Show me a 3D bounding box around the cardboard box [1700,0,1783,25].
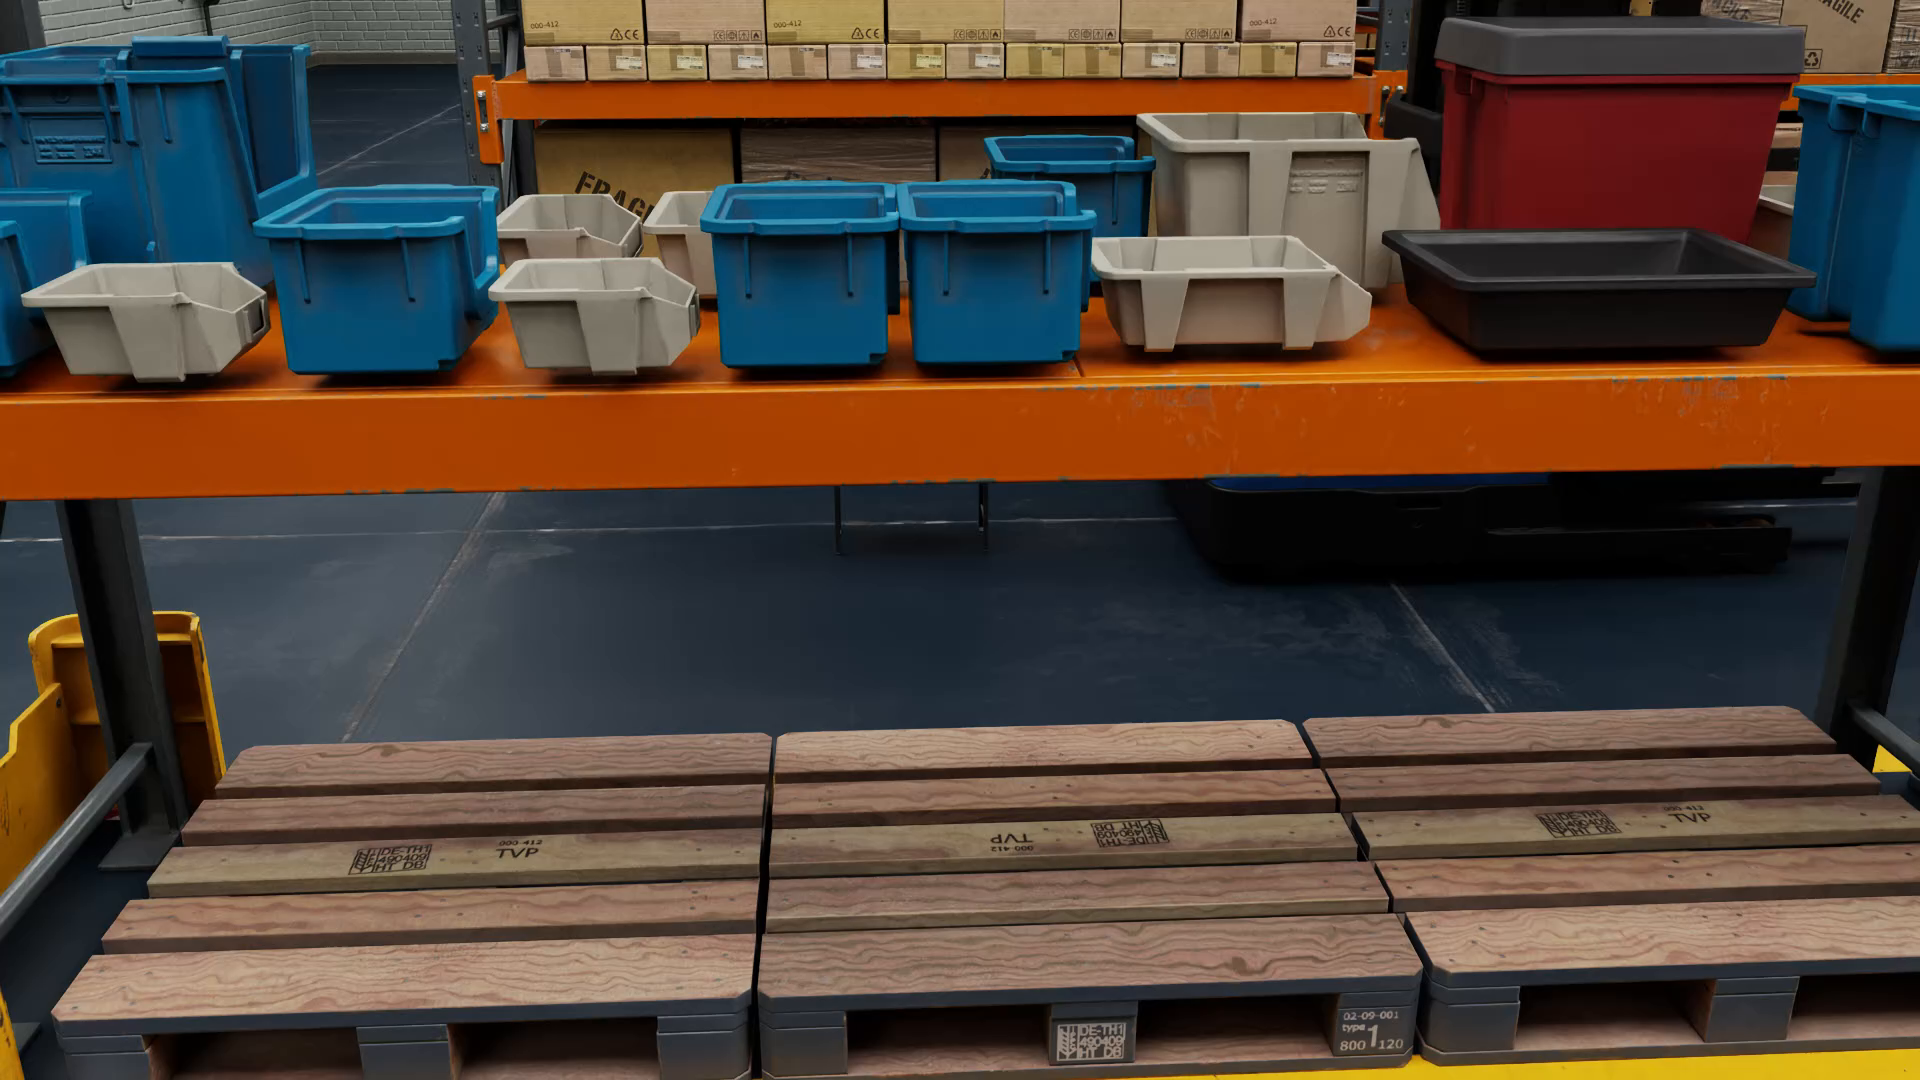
[{"bbox_3d":[3.356,-2.396,7.557,0.500,0.500,0.500,-2,21,-4],"label":"cardboard box"}]

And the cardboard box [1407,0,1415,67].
[{"bbox_3d":[2.355,-2.375,7.503,0.500,0.500,0.500,-1,21,-3],"label":"cardboard box"}]

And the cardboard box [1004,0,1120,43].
[{"bbox_3d":[0.429,-2.353,7.377,0.500,0.250,0.500,-1,21,-2],"label":"cardboard box"}]

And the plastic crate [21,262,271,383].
[{"bbox_3d":[-1.239,-0.337,2.577,0.298,0.136,0.250,-1,21,-3],"label":"plastic crate"}]

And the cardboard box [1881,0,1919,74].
[{"bbox_3d":[4.380,-2.418,7.616,0.500,0.500,0.500,-2,21,-5],"label":"cardboard box"}]

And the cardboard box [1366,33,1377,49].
[{"bbox_3d":[4.615,-5.228,17.533,0.875,0.875,0.875,-1,21,-4],"label":"cardboard box"}]

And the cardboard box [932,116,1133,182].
[{"bbox_3d":[0.319,-1.608,8.024,0.875,0.875,0.875,-1,21,-3],"label":"cardboard box"}]

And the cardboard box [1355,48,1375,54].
[{"bbox_3d":[2.942,-3.661,12.890,0.500,0.250,0.500,0,21,0],"label":"cardboard box"}]

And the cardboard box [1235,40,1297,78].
[{"bbox_3d":[1.338,-2.162,7.438,0.250,0.149,0.380,-1,21,-2],"label":"cardboard box"}]

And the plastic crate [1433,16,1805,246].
[{"bbox_3d":[1.258,-0.777,3.272,0.583,0.464,0.402,-1,21,-3],"label":"plastic crate"}]

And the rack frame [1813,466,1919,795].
[{"bbox_3d":[2.164,-0.648,3.108,0.127,3.000,1.000,-1,21,-3],"label":"rack frame"}]

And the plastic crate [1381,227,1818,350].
[{"bbox_3d":[1.062,-0.430,2.836,0.590,0.125,0.437,-1,21,-3],"label":"plastic crate"}]

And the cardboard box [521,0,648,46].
[{"bbox_3d":[-1.618,-2.309,7.263,0.500,0.250,0.500,-2,21,-4],"label":"cardboard box"}]

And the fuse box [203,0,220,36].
[{"bbox_3d":[-8.281,-5.871,18.637,0.414,1.711,0.539,-1,21,-3],"label":"fuse box"}]

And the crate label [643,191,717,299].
[{"bbox_3d":[-0.459,-0.568,3.183,0.243,0.136,0.396,-1,21,-3],"label":"crate label"}]

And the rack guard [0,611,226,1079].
[{"bbox_3d":[-1.853,0.606,3.326,0.348,0.500,1.175,-1,21,-3],"label":"rack guard"}]

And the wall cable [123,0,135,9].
[{"bbox_3d":[-8.306,-6.213,16.253,0.123,1.953,0.585,-1,21,-3],"label":"wall cable"}]

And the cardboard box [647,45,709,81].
[{"bbox_3d":[-1.227,-2.110,7.301,0.250,0.149,0.380,-2,21,-4],"label":"cardboard box"}]

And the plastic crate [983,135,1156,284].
[{"bbox_3d":[0.206,-0.650,3.263,0.300,0.233,0.416,-1,21,-3],"label":"plastic crate"}]

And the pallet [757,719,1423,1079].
[{"bbox_3d":[0.211,0.709,3.461,1.213,0.211,1.003,-1,21,-3],"label":"pallet"}]

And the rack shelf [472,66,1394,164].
[{"bbox_3d":[-0.116,-2.031,7.751,4.000,0.370,1.077,-1,21,-3],"label":"rack shelf"}]

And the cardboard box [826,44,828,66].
[{"bbox_3d":[-0.756,-2.355,7.943,0.250,0.149,0.380,-2,21,-4],"label":"cardboard box"}]

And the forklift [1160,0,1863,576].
[{"bbox_3d":[2.253,-1.450,5.311,3.031,2.935,1.130,-2,21,-4],"label":"forklift"}]

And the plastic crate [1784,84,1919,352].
[{"bbox_3d":[1.717,-0.538,2.757,0.575,0.384,0.392,-1,21,-3],"label":"plastic crate"}]

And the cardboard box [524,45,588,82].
[{"bbox_3d":[-1.739,-2.099,7.272,0.250,0.149,0.380,-1,21,-2],"label":"cardboard box"}]

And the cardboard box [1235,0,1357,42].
[{"bbox_3d":[1.455,-2.374,7.435,0.500,0.250,0.500,-2,21,-4],"label":"cardboard box"}]

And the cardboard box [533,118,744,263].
[{"bbox_3d":[-1.478,-1.571,7.928,0.875,0.875,0.875,-1,21,-3],"label":"cardboard box"}]

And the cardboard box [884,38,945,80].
[{"bbox_3d":[-0.204,-2.131,7.355,0.250,0.149,0.380,-2,21,-4],"label":"cardboard box"}]

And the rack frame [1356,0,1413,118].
[{"bbox_3d":[1.881,-2.408,7.729,0.127,3.000,1.000,-1,21,-3],"label":"rack frame"}]

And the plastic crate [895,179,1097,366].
[{"bbox_3d":[0.050,-0.438,2.706,0.300,0.233,0.416,-1,21,-3],"label":"plastic crate"}]

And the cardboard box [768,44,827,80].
[{"bbox_3d":[-0.713,-2.121,7.328,0.250,0.149,0.380,-2,21,-4],"label":"cardboard box"}]

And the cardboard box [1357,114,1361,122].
[{"bbox_3d":[2.980,-3.132,12.554,0.500,0.500,0.500,0,21,-1],"label":"cardboard box"}]

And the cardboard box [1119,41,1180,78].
[{"bbox_3d":[0.825,-2.152,7.411,0.250,0.149,0.380,-1,21,-2],"label":"cardboard box"}]

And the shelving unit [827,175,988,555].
[{"bbox_3d":[-0.165,-0.557,5.399,0.503,1.200,0.258,-1,21,-3],"label":"shelving unit"}]

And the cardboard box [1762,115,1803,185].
[{"bbox_3d":[3.411,-1.650,8.134,0.875,0.875,1.225,-2,21,-5],"label":"cardboard box"}]

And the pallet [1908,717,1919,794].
[{"bbox_3d":[2.937,0.654,3.607,1.213,0.211,1.003,-1,21,-3],"label":"pallet"}]

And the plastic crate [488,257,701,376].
[{"bbox_3d":[-0.562,-0.351,2.613,0.298,0.136,0.250,-1,21,-3],"label":"plastic crate"}]

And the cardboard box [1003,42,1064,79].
[{"bbox_3d":[0.312,-2.142,7.383,0.250,0.149,0.380,-1,21,-4],"label":"cardboard box"}]

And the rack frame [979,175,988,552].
[{"bbox_3d":[0.078,-0.562,5.412,0.015,1.200,0.240,-1,21,-3],"label":"rack frame"}]

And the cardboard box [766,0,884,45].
[{"bbox_3d":[-0.597,-2.331,7.321,0.500,0.250,0.500,-2,21,-5],"label":"cardboard box"}]

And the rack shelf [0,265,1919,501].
[{"bbox_3d":[0.167,-0.271,3.129,4.000,0.370,1.077,-1,21,-3],"label":"rack shelf"}]
